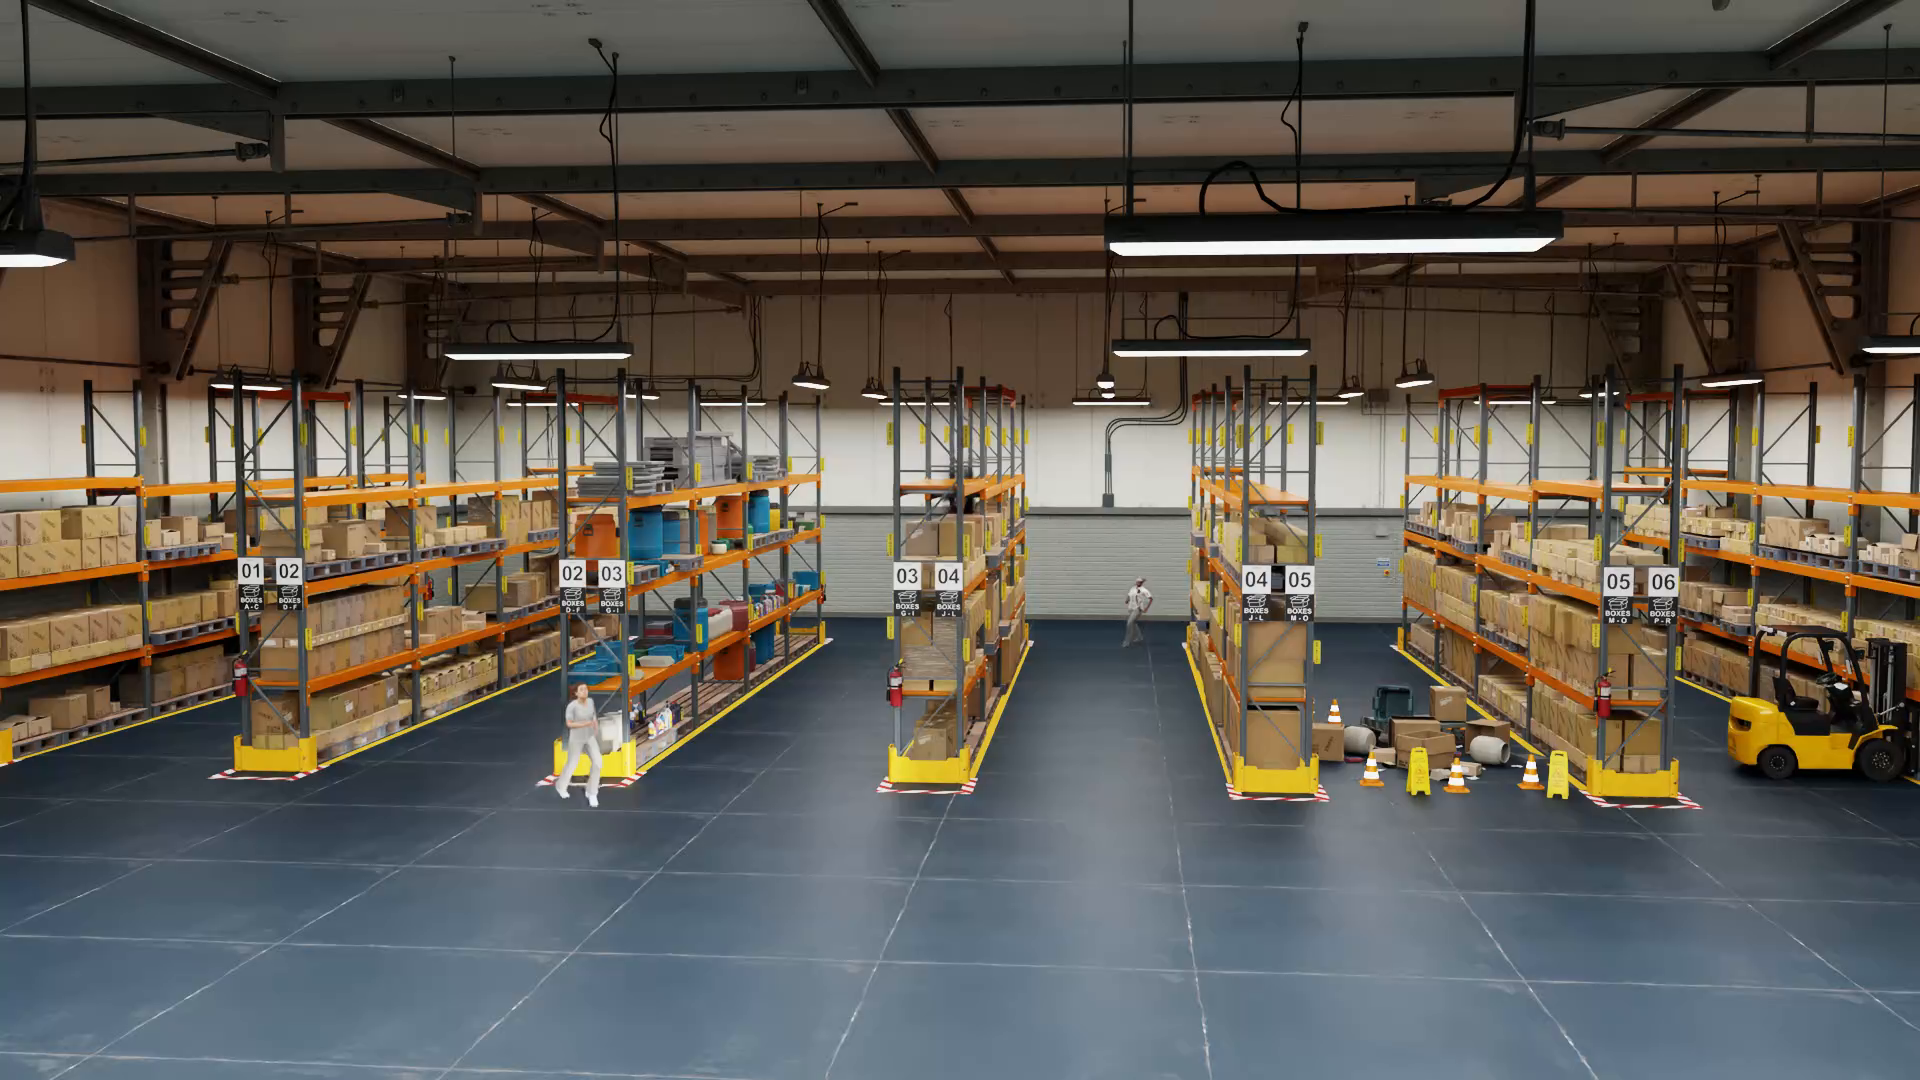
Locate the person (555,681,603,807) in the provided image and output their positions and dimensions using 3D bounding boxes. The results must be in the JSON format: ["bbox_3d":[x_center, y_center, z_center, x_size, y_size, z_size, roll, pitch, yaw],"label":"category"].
[{"bbox_3d":[-5.170,2.764,22.679,0.573,1.712,0.880,-3,5,-43],"label":"person"}]

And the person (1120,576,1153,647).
[{"bbox_3d":[4.205,1.704,39.793,0.784,1.710,0.631,-2,4,-35],"label":"person"}]
